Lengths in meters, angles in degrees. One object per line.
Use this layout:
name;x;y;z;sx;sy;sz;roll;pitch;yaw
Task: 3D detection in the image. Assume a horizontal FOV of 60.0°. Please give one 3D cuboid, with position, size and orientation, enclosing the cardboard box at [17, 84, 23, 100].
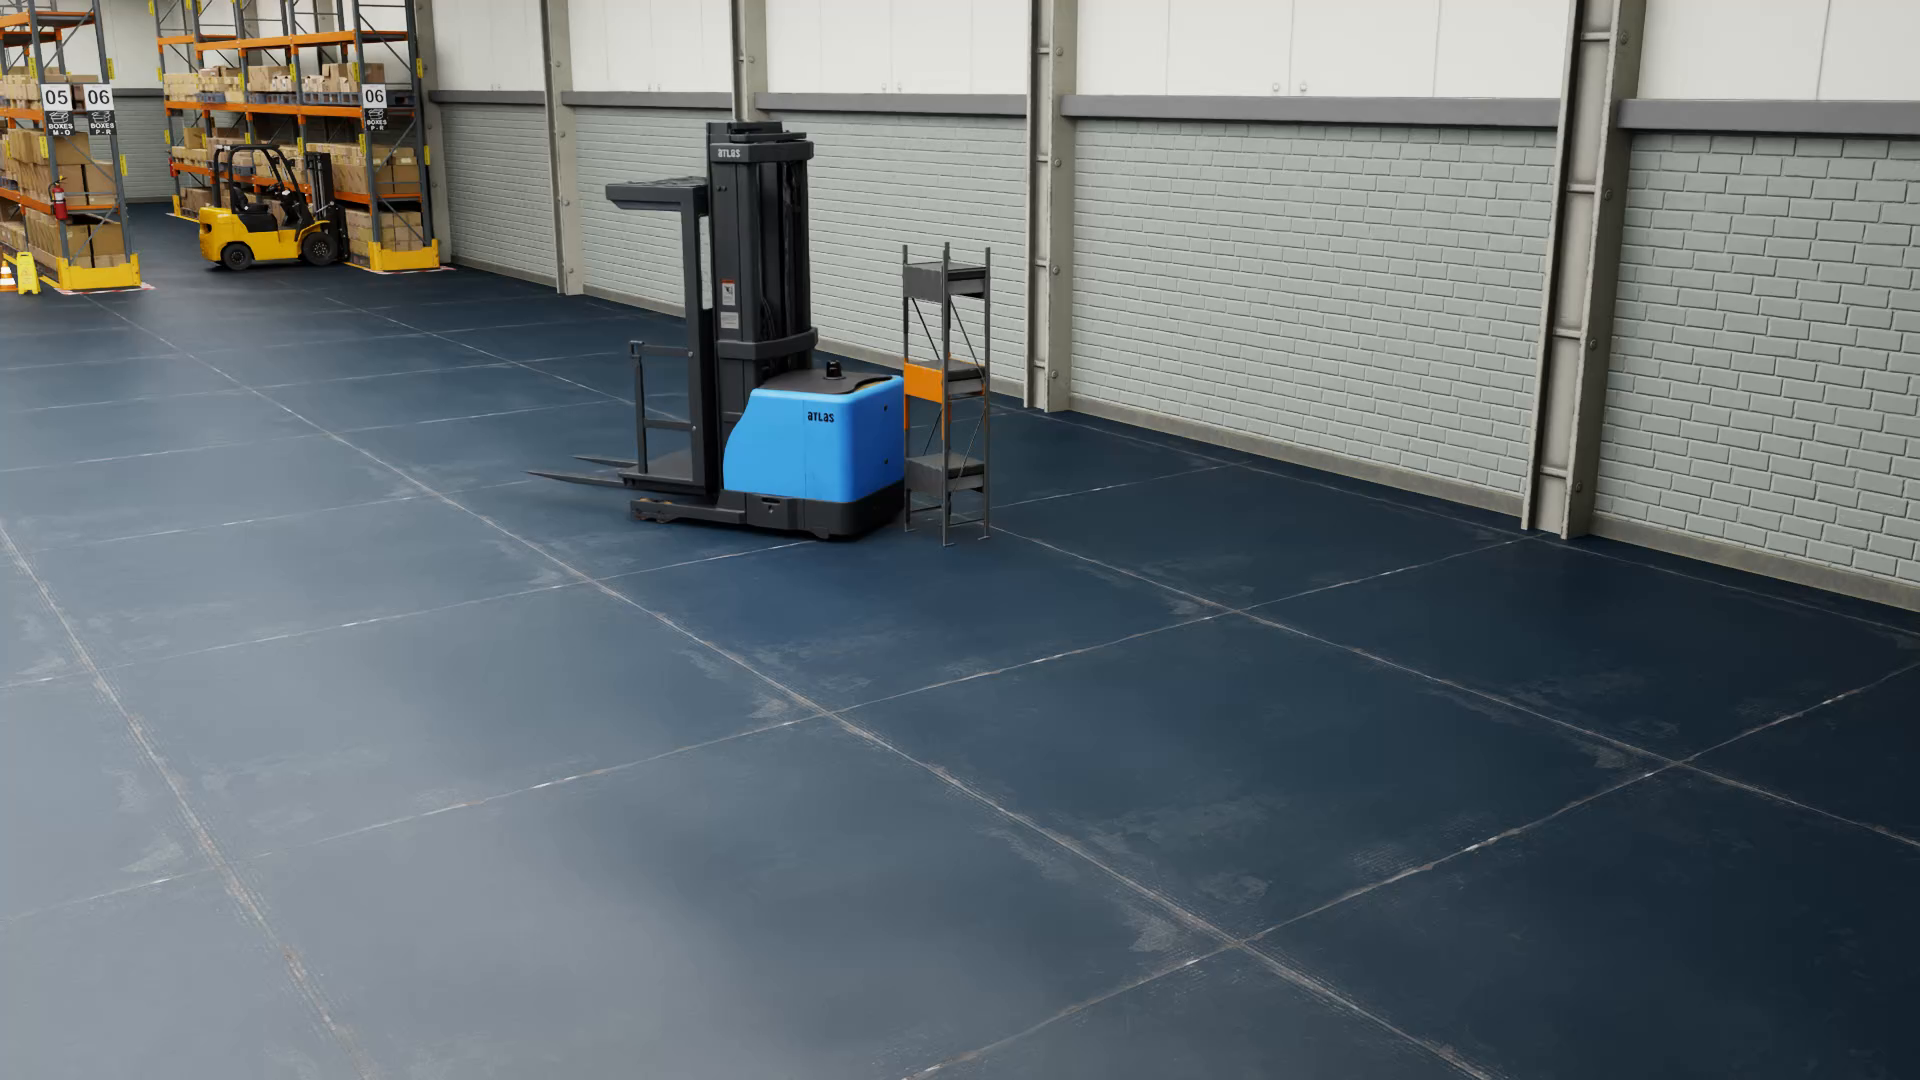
cardboard box;-15.446;-7.492;27.805;0.500;0.250;0.500;-11;19;-34

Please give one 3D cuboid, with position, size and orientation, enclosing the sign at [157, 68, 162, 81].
sign;-19.858;-11.553;41.268;0.100;0.325;0.005;-11;19;-35

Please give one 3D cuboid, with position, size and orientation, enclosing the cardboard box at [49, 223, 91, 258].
cardboard box;-14.706;-4.950;27.472;0.500;0.500;0.500;-11;19;-34

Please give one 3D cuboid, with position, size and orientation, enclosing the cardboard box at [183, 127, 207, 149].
cardboard box;-18.488;-9.743;40.292;0.500;0.500;0.500;-10;18;-33

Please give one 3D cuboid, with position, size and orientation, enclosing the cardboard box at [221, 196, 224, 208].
cardboard box;-16.965;-7.774;38.736;0.500;0.500;0.500;-10;18;-32

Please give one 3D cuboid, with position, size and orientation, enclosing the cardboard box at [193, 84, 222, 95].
cardboard box;-17.553;-10.497;38.785;0.500;0.250;0.500;-11;19;-34

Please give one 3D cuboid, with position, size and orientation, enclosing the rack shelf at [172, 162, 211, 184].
rack shelf;-18.243;-8.995;40.622;1.077;0.370;4.000;-11;19;-35

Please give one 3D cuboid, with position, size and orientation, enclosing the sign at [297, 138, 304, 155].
sign;-12.797;-7.641;32.267;0.100;0.325;0.005;-11;19;-35

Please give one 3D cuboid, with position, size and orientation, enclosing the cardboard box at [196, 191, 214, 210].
cardboard box;-18.055;-8.210;40.332;0.700;0.500;0.500;-12;19;-37

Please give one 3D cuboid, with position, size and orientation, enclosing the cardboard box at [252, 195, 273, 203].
cardboard box;-15.210;-7.437;36.276;0.380;0.149;0.250;-12;19;-37

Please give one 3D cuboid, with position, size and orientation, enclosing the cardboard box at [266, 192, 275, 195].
cardboard box;-15.393;-7.753;37.430;0.380;0.149;0.250;-11;19;-36

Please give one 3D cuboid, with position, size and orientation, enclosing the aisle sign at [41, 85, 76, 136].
aisle sign;-14.222;-6.777;26.230;0.394;0.787;0.004;-11;19;-35

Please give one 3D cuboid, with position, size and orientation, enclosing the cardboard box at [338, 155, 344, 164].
cardboard box;-11.216;-7.014;30.604;0.380;0.149;0.250;-11;19;-34

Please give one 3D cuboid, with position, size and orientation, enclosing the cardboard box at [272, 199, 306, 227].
cardboard box;-13.969;-6.844;35.104;0.875;0.625;0.625;-10;18;-33

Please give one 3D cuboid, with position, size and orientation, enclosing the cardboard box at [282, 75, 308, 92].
cardboard box;-12.986;-8.978;32.698;0.500;0.311;0.500;-12;19;-36

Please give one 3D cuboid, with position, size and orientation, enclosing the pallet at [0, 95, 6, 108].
pallet;-16.653;-7.940;30.078;1.213;0.211;1.003;-11;19;-35

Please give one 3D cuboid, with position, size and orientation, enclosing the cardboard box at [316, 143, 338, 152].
cardboard box;-12.175;-7.558;32.027;0.380;0.149;0.250;-11;19;-34

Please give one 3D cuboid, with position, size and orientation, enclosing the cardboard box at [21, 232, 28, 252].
cardboard box;-16.687;-5.482;30.606;0.950;0.372;0.625;-11;19;-34

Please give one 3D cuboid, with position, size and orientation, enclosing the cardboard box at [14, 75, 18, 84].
cardboard box;-15.811;-7.814;28.225;0.380;0.149;0.250;-12;19;-36

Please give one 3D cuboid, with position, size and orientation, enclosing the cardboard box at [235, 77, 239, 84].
cardboard box;-15.423;-9.920;35.922;0.380;0.149;0.250;-12;19;-36

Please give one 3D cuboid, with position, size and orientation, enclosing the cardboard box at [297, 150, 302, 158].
cardboard box;-12.910;-7.659;32.958;0.380;0.149;0.250;-11;19;-35

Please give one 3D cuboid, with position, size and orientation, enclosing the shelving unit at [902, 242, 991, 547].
shelving unit;-0.097;-1.048;11.928;0.431;2.100;0.503;-11;19;-35

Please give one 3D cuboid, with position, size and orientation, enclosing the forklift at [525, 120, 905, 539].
forklift;-1.944;-1.659;12.587;3.031;2.935;1.130;7;17;23

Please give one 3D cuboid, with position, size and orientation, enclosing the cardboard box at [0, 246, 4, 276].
cardboard box;-16.847;-4.791;28.629;0.500;0.500;0.500;1;15;4

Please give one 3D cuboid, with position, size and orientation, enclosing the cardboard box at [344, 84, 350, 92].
cardboard box;-10.744;-8.059;29.647;0.380;0.149;0.250;-12;19;-36

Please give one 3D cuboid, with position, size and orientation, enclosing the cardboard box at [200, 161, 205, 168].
cardboard box;-17.802;-8.927;39.485;0.380;0.149;0.250;-10;18;-33

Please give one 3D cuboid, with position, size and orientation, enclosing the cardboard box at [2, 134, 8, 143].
cardboard box;-17.426;-7.406;30.676;0.380;0.149;0.250;-12;19;-37

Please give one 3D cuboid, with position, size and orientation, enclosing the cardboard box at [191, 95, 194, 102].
cardboard box;-17.951;-10.436;39.318;0.380;0.149;0.250;-11;19;-35

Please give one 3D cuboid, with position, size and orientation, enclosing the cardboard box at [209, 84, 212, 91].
cardboard box;-16.611;-10.148;37.280;0.380;0.149;0.250;-11;19;-35

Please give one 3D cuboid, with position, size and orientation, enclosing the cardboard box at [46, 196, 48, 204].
cardboard box;-14.789;-5.602;27.337;0.380;0.149;0.250;-11;19;-35

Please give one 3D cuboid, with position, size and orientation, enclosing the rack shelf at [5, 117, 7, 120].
rack shelf;-19.904;-8.816;34.287;1.077;0.370;4.000;-11;19;-35

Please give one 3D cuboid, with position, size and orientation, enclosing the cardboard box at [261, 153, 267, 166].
cardboard box;-14.358;-7.990;34.923;0.500;0.250;0.500;-10;18;-33

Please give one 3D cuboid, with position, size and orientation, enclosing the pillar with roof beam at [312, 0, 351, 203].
pillar with roof beam;-16.702;-10.148;32.106;9.100;9.000;0.400;-11;19;-35

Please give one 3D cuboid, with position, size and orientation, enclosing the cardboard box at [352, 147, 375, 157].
cardboard box;-10.738;-7.000;29.989;0.380;0.149;0.250;-10;18;-33

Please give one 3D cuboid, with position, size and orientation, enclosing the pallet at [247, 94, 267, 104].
pallet;-14.244;-9.285;34.996;1.213;0.211;1.003;-10;18;-32

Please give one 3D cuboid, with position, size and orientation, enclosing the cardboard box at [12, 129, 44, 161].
cardboard box;-15.737;-6.758;28.438;0.700;0.500;0.500;-11;19;-36

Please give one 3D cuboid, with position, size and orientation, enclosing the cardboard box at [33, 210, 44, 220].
cardboard box;-15.758;-5.616;28.676;0.380;0.149;0.250;-10;18;-31

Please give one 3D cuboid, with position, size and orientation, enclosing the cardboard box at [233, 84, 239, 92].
cardboard box;-15.570;-9.831;36.159;0.380;0.149;0.250;-11;19;-35

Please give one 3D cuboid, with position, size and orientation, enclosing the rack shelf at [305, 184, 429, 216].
rack shelf;-11.187;-6.433;31.259;1.077;0.370;4.000;-11;19;-35

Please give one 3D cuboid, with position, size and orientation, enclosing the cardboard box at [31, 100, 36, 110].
cardboard box;-15.042;-7.160;27.348;0.380;0.149;0.250;-11;19;-35

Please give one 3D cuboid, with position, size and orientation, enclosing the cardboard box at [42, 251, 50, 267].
cardboard box;-15.328;-4.811;28.385;0.500;0.250;0.500;-12;19;-37

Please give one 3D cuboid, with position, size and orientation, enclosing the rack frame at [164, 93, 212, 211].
rack frame;-19.419;-9.769;42.087;1.000;3.000;0.127;-11;19;-35

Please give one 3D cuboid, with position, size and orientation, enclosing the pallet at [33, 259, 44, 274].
pallet;-15.953;-4.952;29.771;1.003;0.211;1.213;-11;19;-35

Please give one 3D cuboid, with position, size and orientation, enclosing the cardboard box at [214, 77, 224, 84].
cardboard box;-16.293;-10.183;36.846;0.380;0.149;0.250;-11;19;-34

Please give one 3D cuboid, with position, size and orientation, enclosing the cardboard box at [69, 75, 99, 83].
cardboard box;-14.068;-7.399;26.711;0.380;0.149;0.250;-11;19;-35

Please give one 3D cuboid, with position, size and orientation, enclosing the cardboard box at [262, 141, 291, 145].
cardboard box;-14.891;-8.446;36.267;0.500;0.500;0.500;-10;18;-32

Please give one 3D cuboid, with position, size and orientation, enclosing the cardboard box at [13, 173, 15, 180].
cardboard box;-17.043;-6.643;30.345;0.380;0.149;0.250;-12;19;-36

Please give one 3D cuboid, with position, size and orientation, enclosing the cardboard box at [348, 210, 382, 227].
cardboard box;-10.839;-5.869;30.357;0.500;0.250;0.500;-10;18;-34

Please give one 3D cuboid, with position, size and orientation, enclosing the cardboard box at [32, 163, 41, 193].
cardboard box;-15.148;-6.061;27.786;0.500;0.500;0.500;-11;19;-35

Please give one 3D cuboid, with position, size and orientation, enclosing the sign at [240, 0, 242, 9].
sign;-16.622;-12.423;38.349;0.100;0.325;0.005;-11;19;-35

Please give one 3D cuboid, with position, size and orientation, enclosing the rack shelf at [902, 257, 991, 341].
rack shelf;-0.097;-1.710;11.747;0.431;0.518;0.480;-11;19;-35

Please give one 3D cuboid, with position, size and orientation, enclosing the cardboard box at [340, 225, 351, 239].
cardboard box;-11.157;-5.741;30.836;0.500;0.250;0.500;-11;19;-36

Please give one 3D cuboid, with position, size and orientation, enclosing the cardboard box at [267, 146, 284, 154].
cardboard box;-14.272;-8.147;34.741;0.380;0.149;0.250;-11;19;-34
